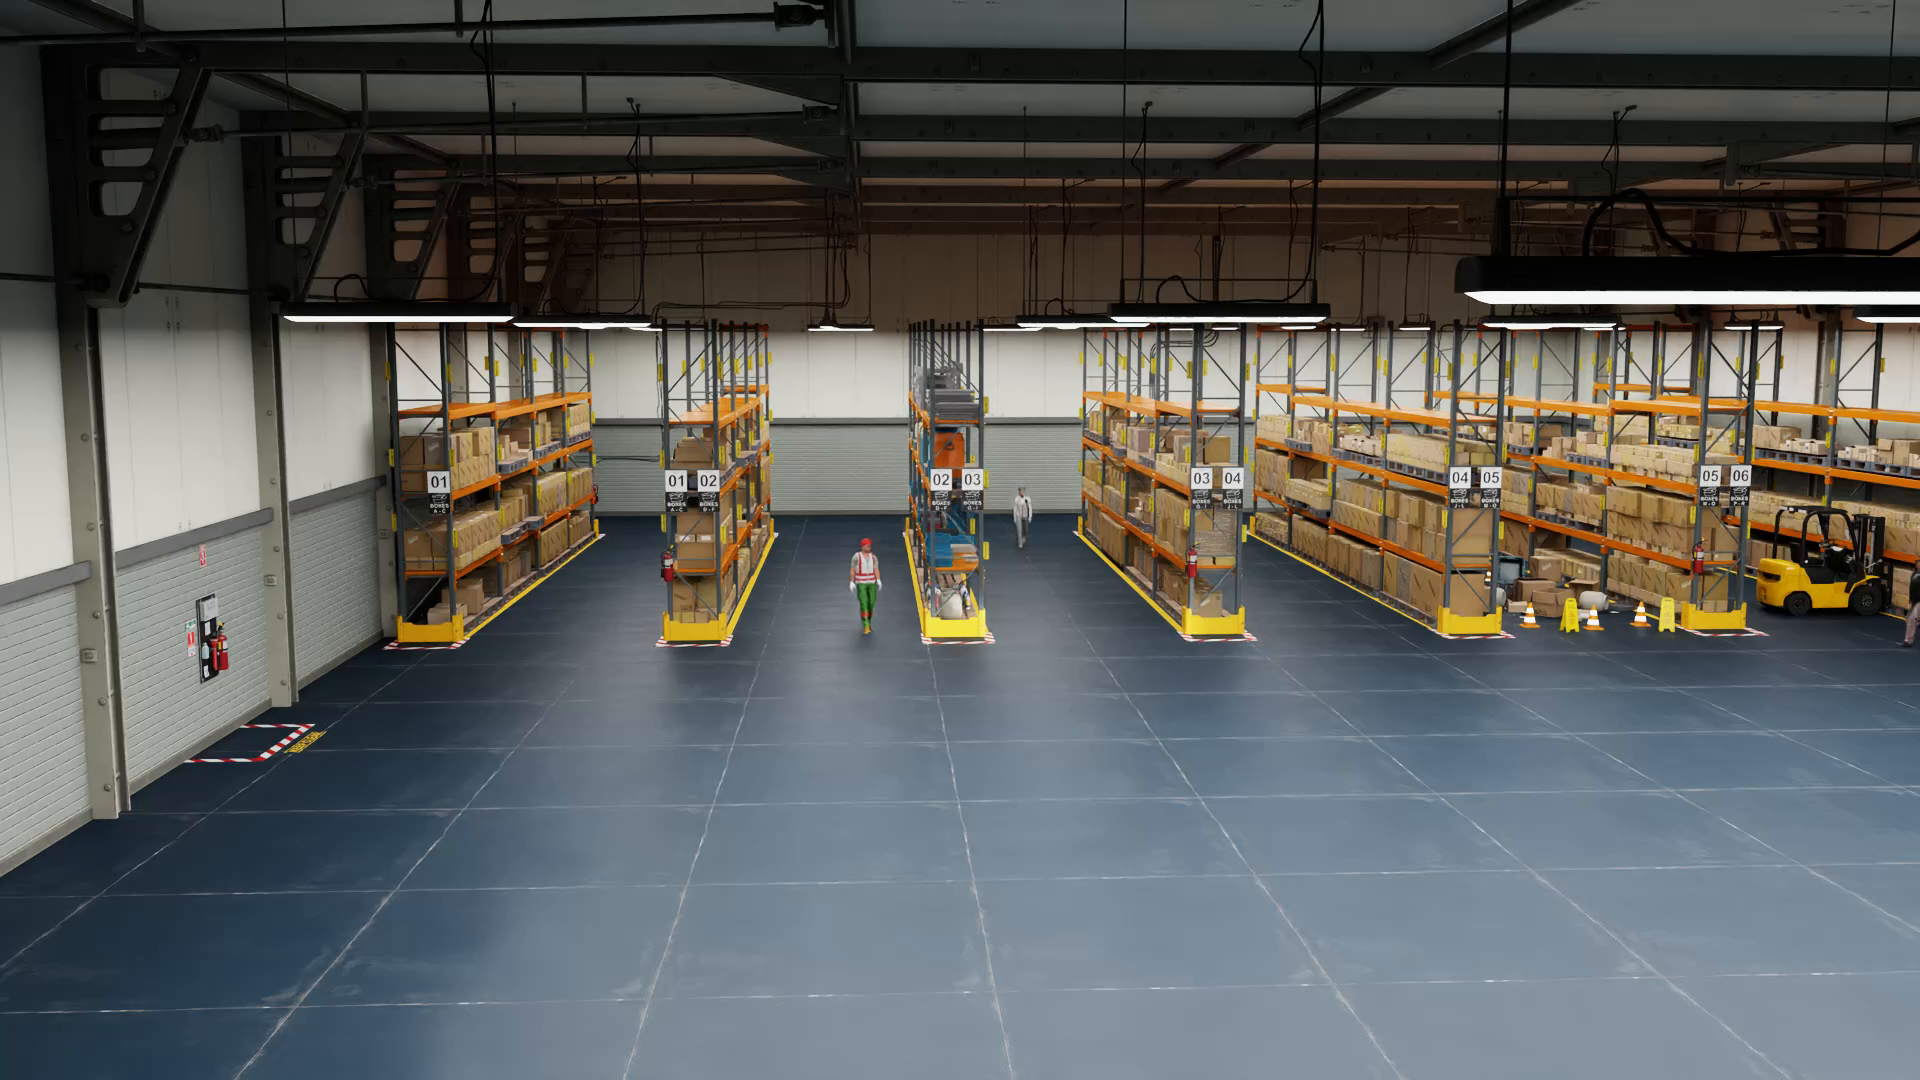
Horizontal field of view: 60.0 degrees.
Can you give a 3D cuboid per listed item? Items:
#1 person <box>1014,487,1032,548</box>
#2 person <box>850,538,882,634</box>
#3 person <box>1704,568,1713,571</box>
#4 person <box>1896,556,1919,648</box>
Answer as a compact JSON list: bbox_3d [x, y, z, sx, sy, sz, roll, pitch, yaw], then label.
[{"bbox_3d":[1.696,-0.639,44.865,0.486,1.627,0.871,-1,7,-5],"label":"person"},{"bbox_3d":[-1.776,0.891,32.167,0.569,1.809,0.694,-4,8,-27],"label":"person"},{"bbox_3d":[16.208,0.388,36.225,0.579,1.755,0.535,-1,7,-5],"label":"person"},{"bbox_3d":[17.649,1.126,30.479,0.999,1.686,0.541,0,7,-2],"label":"person"}]
